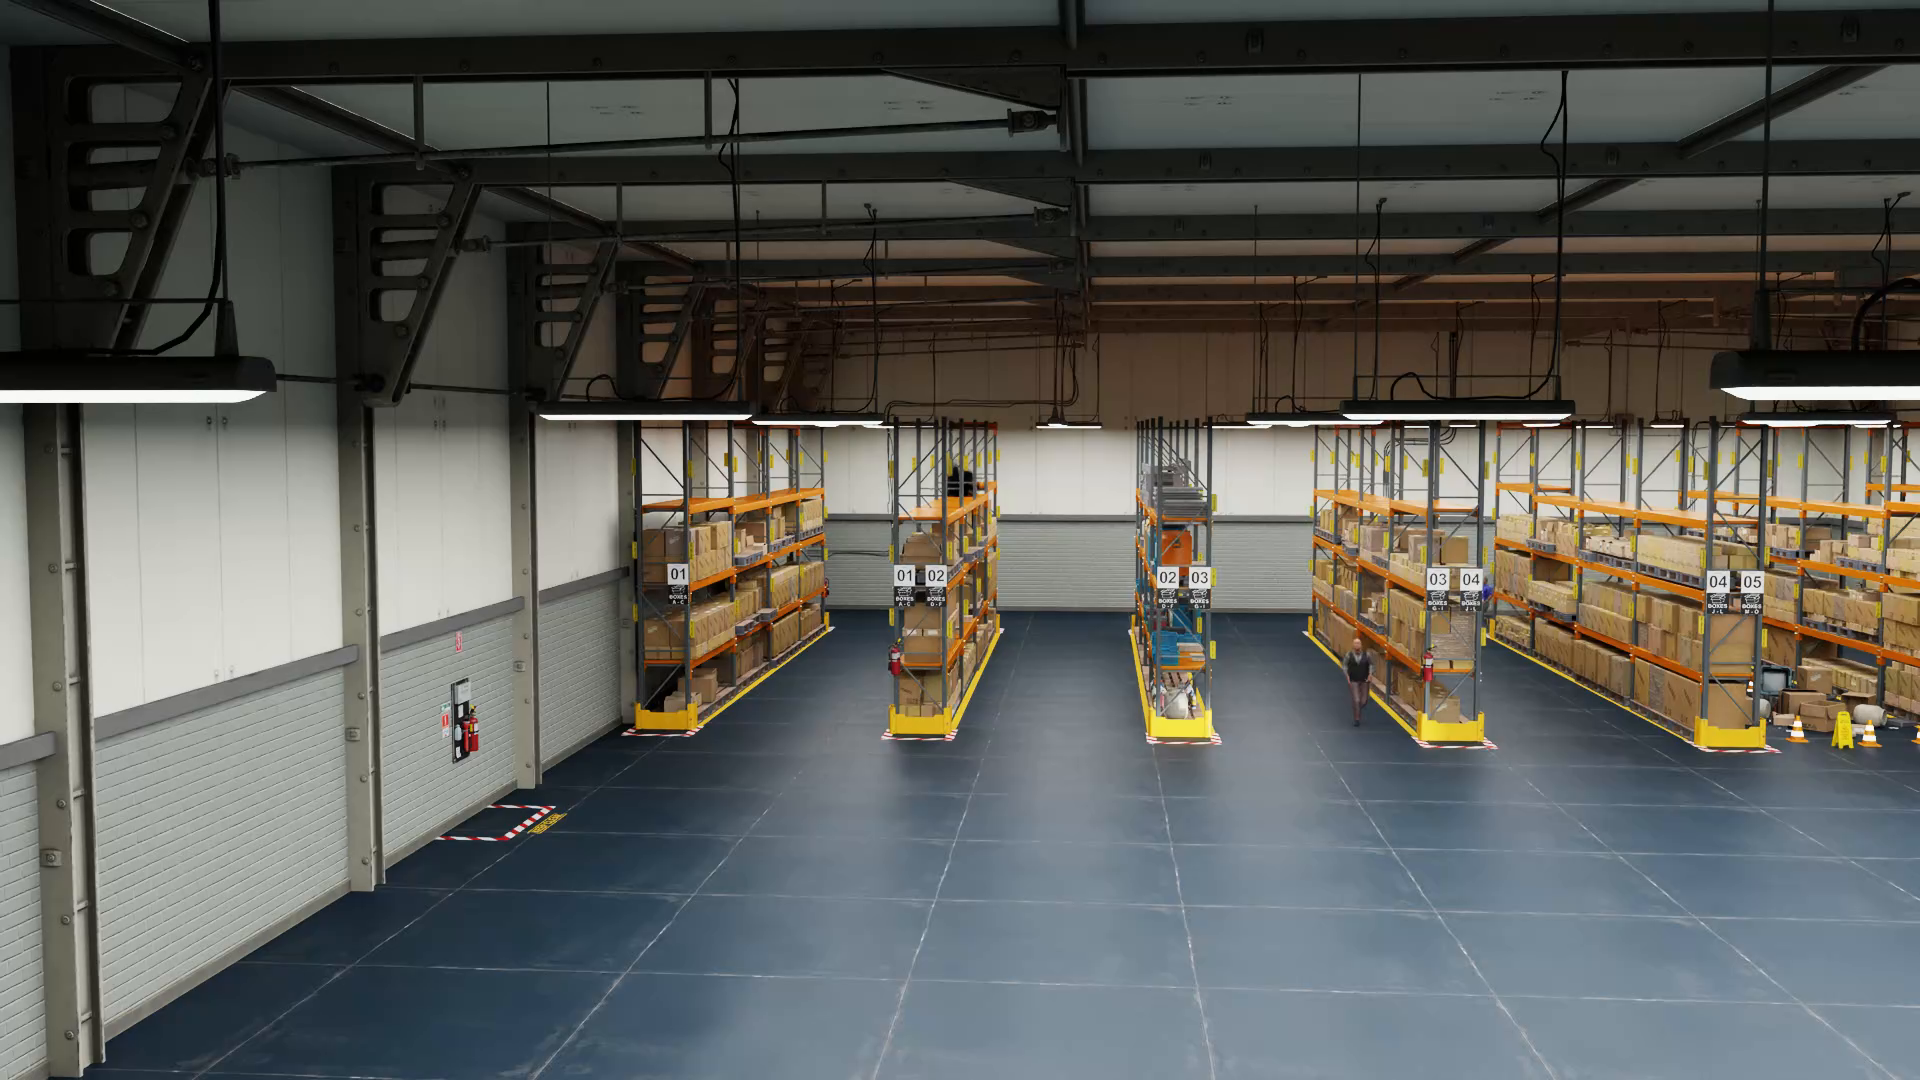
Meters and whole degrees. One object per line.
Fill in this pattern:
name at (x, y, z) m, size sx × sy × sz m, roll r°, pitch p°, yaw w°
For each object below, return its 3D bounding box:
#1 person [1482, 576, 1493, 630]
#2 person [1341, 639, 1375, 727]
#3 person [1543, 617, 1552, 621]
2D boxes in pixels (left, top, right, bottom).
person at (14.871, 1.862, 47.275) m, size 0.580 × 1.635 × 0.586 m, roll -1°, pitch 4°, yaw -15°
person at (7.771, 2.768, 32.468) m, size 0.660 × 1.696 × 0.578 m, roll 1°, pitch 4°, yaw 9°
person at (16.574, 1.821, 46.747) m, size 0.754 × 1.706 × 0.749 m, roll -2°, pitch 4°, yaw -29°
